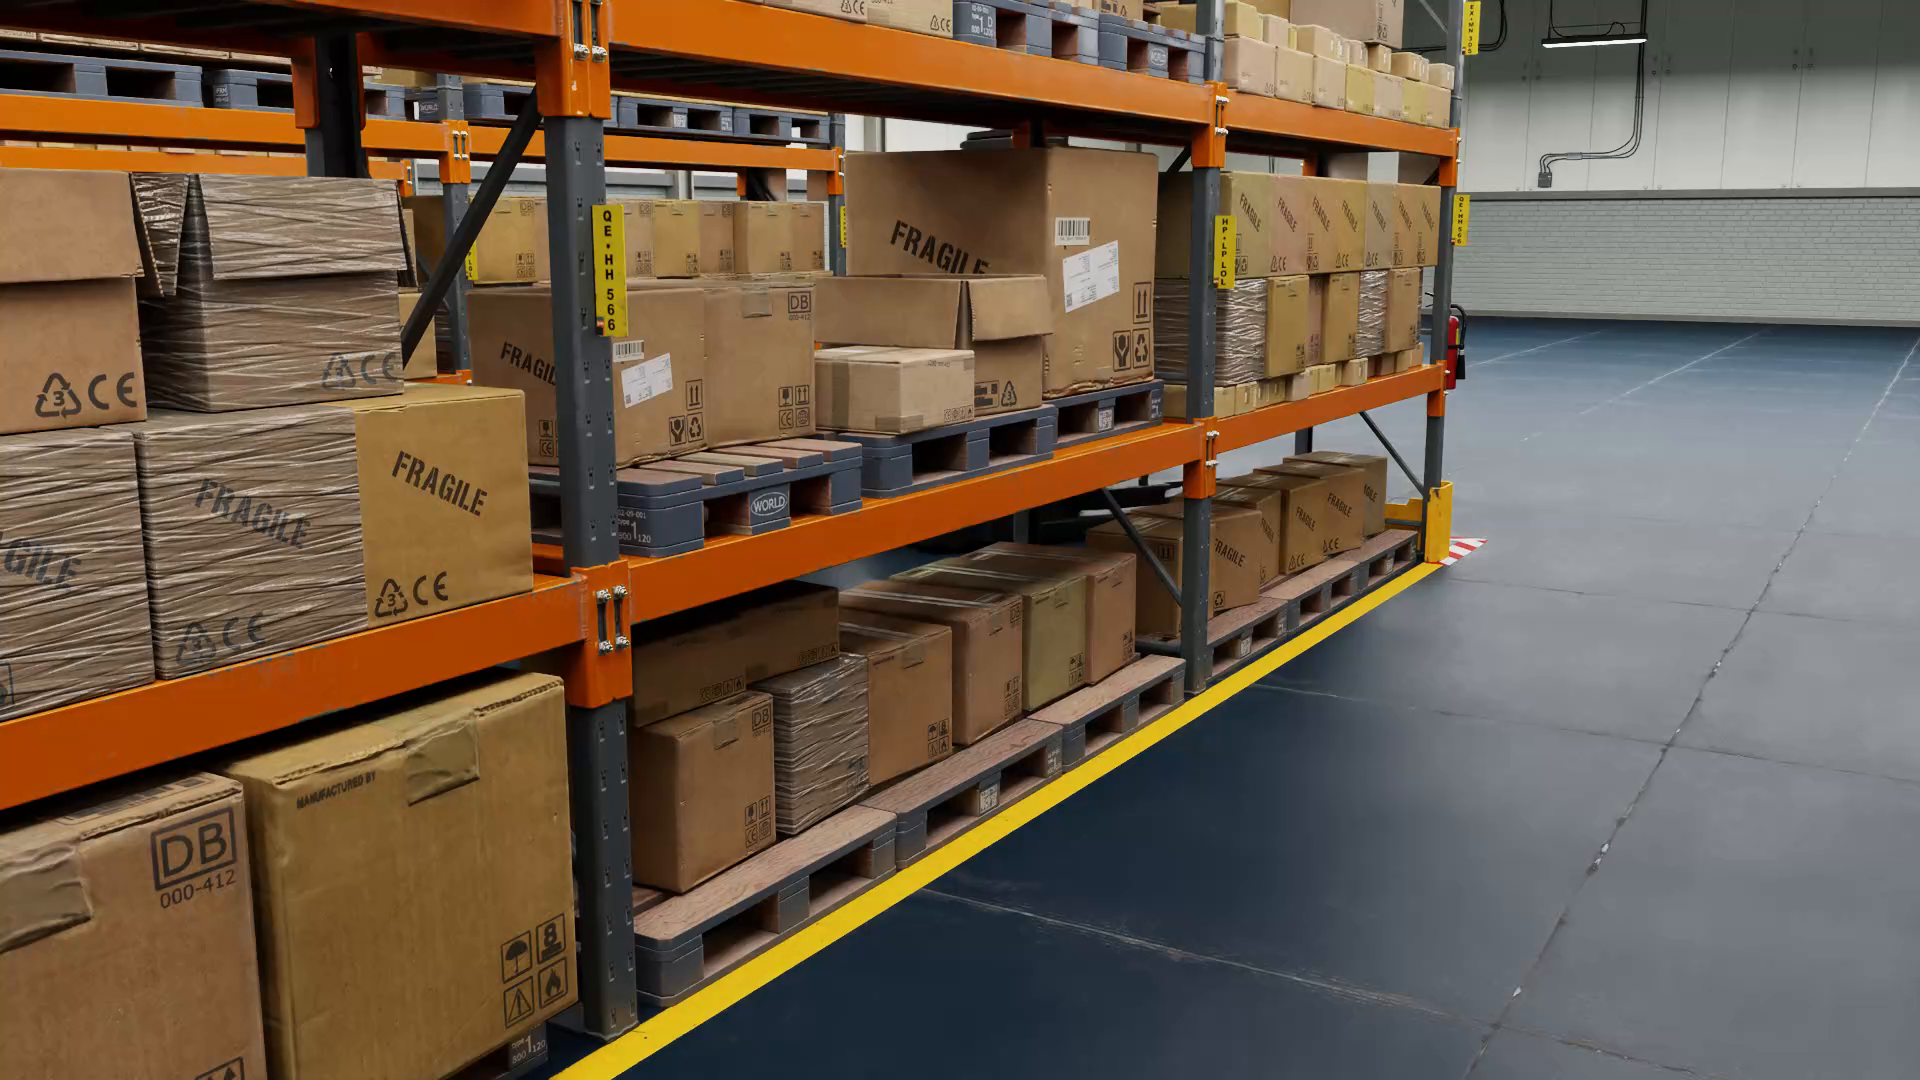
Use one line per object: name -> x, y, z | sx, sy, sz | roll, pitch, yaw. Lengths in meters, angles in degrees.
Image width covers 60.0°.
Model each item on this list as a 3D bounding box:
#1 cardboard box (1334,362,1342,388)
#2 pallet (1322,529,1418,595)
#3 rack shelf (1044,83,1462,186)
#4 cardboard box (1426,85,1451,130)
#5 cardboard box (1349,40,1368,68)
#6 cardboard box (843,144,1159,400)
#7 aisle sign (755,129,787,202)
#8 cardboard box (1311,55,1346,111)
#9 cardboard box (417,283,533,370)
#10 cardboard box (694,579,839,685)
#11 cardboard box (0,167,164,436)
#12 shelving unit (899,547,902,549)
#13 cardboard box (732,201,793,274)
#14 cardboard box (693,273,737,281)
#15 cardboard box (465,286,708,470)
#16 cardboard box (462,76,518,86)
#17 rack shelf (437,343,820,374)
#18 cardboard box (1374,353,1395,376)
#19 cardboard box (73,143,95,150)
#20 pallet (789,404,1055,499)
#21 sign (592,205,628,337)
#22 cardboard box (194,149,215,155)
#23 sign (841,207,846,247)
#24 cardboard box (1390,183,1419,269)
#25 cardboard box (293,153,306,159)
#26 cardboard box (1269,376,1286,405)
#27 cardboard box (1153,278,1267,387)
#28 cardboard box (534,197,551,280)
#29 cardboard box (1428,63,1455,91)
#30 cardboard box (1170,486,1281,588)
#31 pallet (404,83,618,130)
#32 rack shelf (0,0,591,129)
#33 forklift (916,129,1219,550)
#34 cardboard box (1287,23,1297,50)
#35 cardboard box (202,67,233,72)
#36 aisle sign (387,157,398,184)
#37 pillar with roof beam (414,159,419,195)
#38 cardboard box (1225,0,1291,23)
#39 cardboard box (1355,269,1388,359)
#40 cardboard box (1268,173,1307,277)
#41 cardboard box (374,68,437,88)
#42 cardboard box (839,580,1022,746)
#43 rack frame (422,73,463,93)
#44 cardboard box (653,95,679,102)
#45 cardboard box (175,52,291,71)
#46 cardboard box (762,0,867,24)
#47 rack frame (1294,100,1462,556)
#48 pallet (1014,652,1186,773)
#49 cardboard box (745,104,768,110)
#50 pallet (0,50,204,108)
cardboard box -> 1.950, -0.949, 9.469 | 0.380, 0.149, 0.250 | 6, 12, 31
pallet -> 2.308, 0.091, 10.807 | 1.003, 0.211, 1.213 | 6, 12, 31
rack shelf -> 1.762, -2.222, 9.389 | 1.077, 0.370, 4.000 | 6, 12, 31
cardboard box -> 2.767, -2.716, 10.482 | 0.500, 0.250, 0.500 | 7, 13, 32
cardboard box -> 2.059, -2.696, 9.291 | 0.380, 0.149, 0.250 | 6, 12, 28
cardboard box -> 0.191, -1.176, 7.229 | 1.000, 1.000, 1.000 | 6, 12, 31
aisle sign -> -1.606, -3.223, 13.868 | 0.394, 0.787, 0.004 | 6, 12, 31
cardboard box -> 1.713, -2.394, 8.763 | 0.500, 0.250, 0.500 | 6, 12, 28
cardboard box -> -3.282, -1.409, 10.837 | 0.875, 0.550, 0.550 | 6, 12, 31
cardboard box -> -0.765, 0.294, 5.708 | 0.500, 0.250, 0.500 | 8, 13, 37
cardboard box -> -2.088, -0.484, 3.305 | 0.797, 0.503, 0.637 | 7, 13, 32
shelving unit -> -0.540, -0.539, 11.489 | 0.189, 1.200, 0.258 | -6, 12, -27
cardboard box -> -1.819, -2.360, 12.980 | 0.875, 0.550, 0.550 | 6, 12, 31
cardboard box -> -2.206, -1.752, 12.667 | 0.875, 0.550, 0.550 | 6, 12, 31
cardboard box -> -1.107, -0.502, 4.984 | 0.500, 0.500, 0.500 | 5, 12, 24
cardboard box -> -2.984, -2.907, 10.366 | 0.380, 0.149, 0.250 | 6, 12, 30
rack shelf -> -2.425, -1.237, 12.281 | 1.077, 0.370, 4.000 | 6, 12, 31
cardboard box -> 2.469, -1.106, 10.309 | 0.380, 0.149, 0.250 | 6, 12, 31
cardboard box -> -7.157, -3.195, 13.315 | 0.380, 0.149, 0.250 | 6, 12, 31
pallet -> -0.361, -0.378, 6.260 | 1.003, 0.211, 1.213 | 6, 12, 31
sign -> -0.877, -0.674, 4.171 | 0.100, 0.325, 0.005 | 6, 12, 31
cardboard box -> -6.572, -3.353, 14.157 | 0.380, 0.149, 0.250 | 6, 12, 31
sign -> -0.930, -2.537, 13.478 | 0.100, 0.325, 0.005 | 6, 12, 31
cardboard box -> 2.471, -1.913, 10.139 | 0.500, 0.500, 0.500 | 6, 12, 31
cardboard box -> -6.073, -3.516, 15.030 | 0.380, 0.149, 0.250 | 6, 12, 31
cardboard box -> 1.461, -0.788, 8.611 | 0.380, 0.149, 0.250 | 6, 12, 31
cardboard box -> 1.010, -1.047, 8.228 | 0.875, 0.500, 0.500 | 6, 12, 31
cardboard box -> -3.056, -2.033, 11.235 | 0.875, 0.550, 0.550 | 6, 12, 31
cardboard box -> 2.922, -2.939, 10.587 | 0.380, 0.149, 0.250 | 6, 12, 31
cardboard box -> 1.511, -0.019, 9.472 | 0.500, 0.500, 0.500 | 5, 12, 26
pallet -> -3.030, -2.835, 10.949 | 1.003, 0.211, 1.213 | 6, 12, 31
rack shelf -> -2.392, -0.964, 2.668 | 1.077, 0.370, 4.000 | 6, 12, 31
forklift -> 0.860, -1.538, 12.118 | 3.031, 2.935, 1.130 | -6, 12, -27
cardboard box -> 1.485, -2.537, 8.439 | 0.380, 0.149, 0.250 | 7, 13, 32
cardboard box -> -4.214, -2.743, 9.489 | 0.250, 0.149, 0.380 | 6, 12, 31
aisle sign -> -5.390, -3.622, 16.001 | 0.394, 0.787, 0.004 | 6, 12, 31
pillar with roof beam -> -4.251, -6.294, 21.032 | 9.100, 9.000, 0.400 | 6, 12, 31
cardboard box -> 1.798, -3.123, 9.811 | 0.500, 0.500, 0.500 | 6, 12, 30
cardboard box -> 2.037, -1.362, 9.915 | 0.875, 0.500, 0.500 | 6, 12, 31
cardboard box -> 1.432, -1.599, 8.459 | 0.500, 0.500, 0.500 | 6, 12, 31
cardboard box -> -3.548, -2.971, 10.703 | 0.380, 0.149, 0.250 | 6, 12, 30
cardboard box -> -0.168, 0.482, 6.742 | 0.700, 0.500, 0.500 | 5, 12, 26
rack frame -> -3.463, -4.225, 9.982 | 1.000, 3.000, 0.127 | 6, 12, 31
cardboard box -> -2.194, -3.147, 11.644 | 0.380, 0.149, 0.250 | 7, 12, 31
cardboard box -> -3.917, -2.717, 9.075 | 0.500, 0.250, 0.500 | 6, 12, 30
cardboard box -> -0.625, -1.688, 4.992 | 0.500, 0.250, 0.500 | 7, 13, 32
rack frame -> 2.800, -1.416, 11.279 | 1.000, 3.000, 0.127 | 6, 12, 31
pallet -> 0.320, 0.707, 7.520 | 1.003, 0.211, 1.213 | 6, 12, 31
cardboard box -> -1.666, -3.307, 12.502 | 0.380, 0.149, 0.250 | 7, 12, 31
pallet -> -4.673, -2.311, 8.424 | 1.003, 0.211, 1.213 | 7, 13, 33
